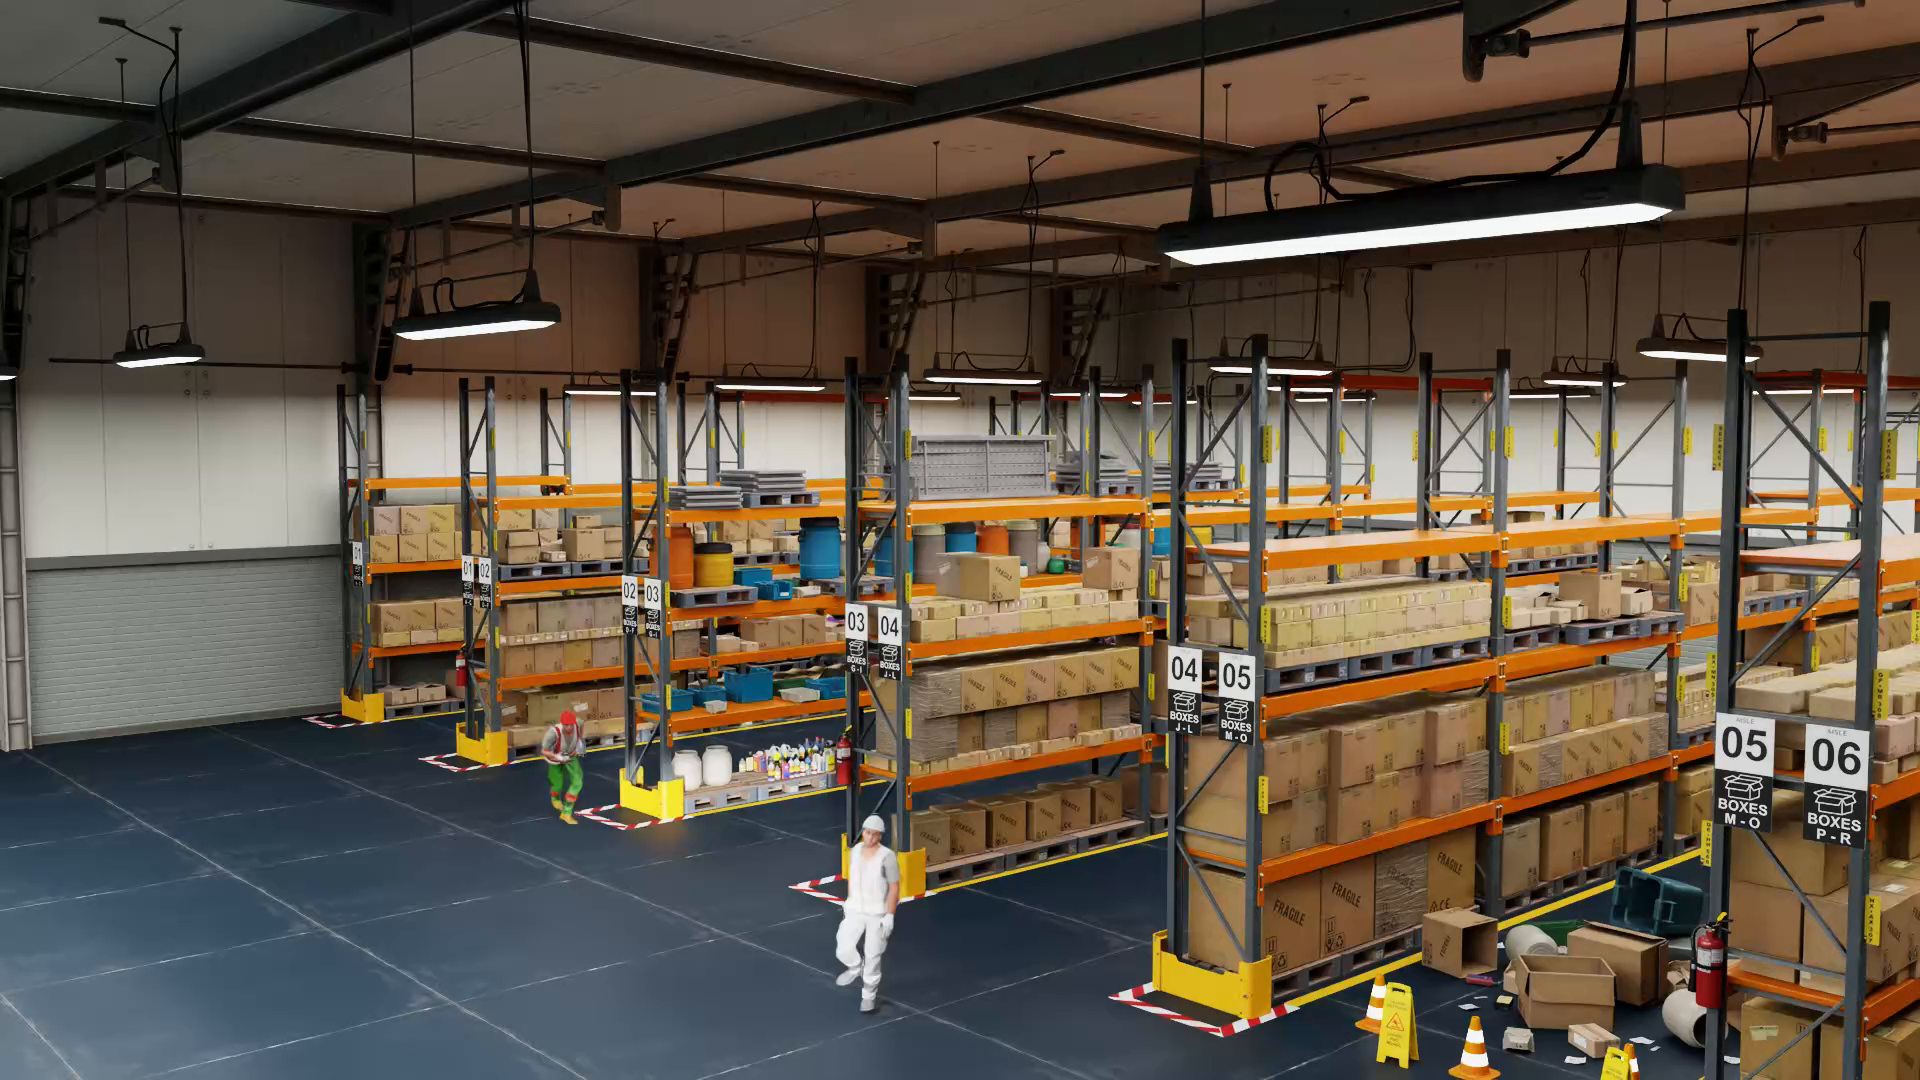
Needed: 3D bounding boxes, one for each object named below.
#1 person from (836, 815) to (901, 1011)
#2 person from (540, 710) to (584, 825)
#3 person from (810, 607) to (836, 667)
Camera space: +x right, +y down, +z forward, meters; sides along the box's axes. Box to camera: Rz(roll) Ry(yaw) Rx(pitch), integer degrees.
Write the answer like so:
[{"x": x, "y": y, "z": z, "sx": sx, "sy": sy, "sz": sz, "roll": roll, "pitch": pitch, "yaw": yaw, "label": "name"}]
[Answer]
[{"x": -0.841, "y": 3.306, "z": 14.879, "sx": 0.757, "sy": 1.752, "sz": 0.569, "roll": 2, "pitch": 4, "yaw": 26, "label": "person"}, {"x": -5.293, "y": 2.960, "z": 22.047, "sx": 0.676, "sy": 1.546, "sz": 1.199, "roll": -2, "pitch": 4, "yaw": -33, "label": "person"}, {"x": -2.736, "y": 2.121, "z": 33.187, "sx": 0.806, "sy": 1.825, "sz": 0.722, "roll": 3, "pitch": 5, "yaw": 39, "label": "person"}]
